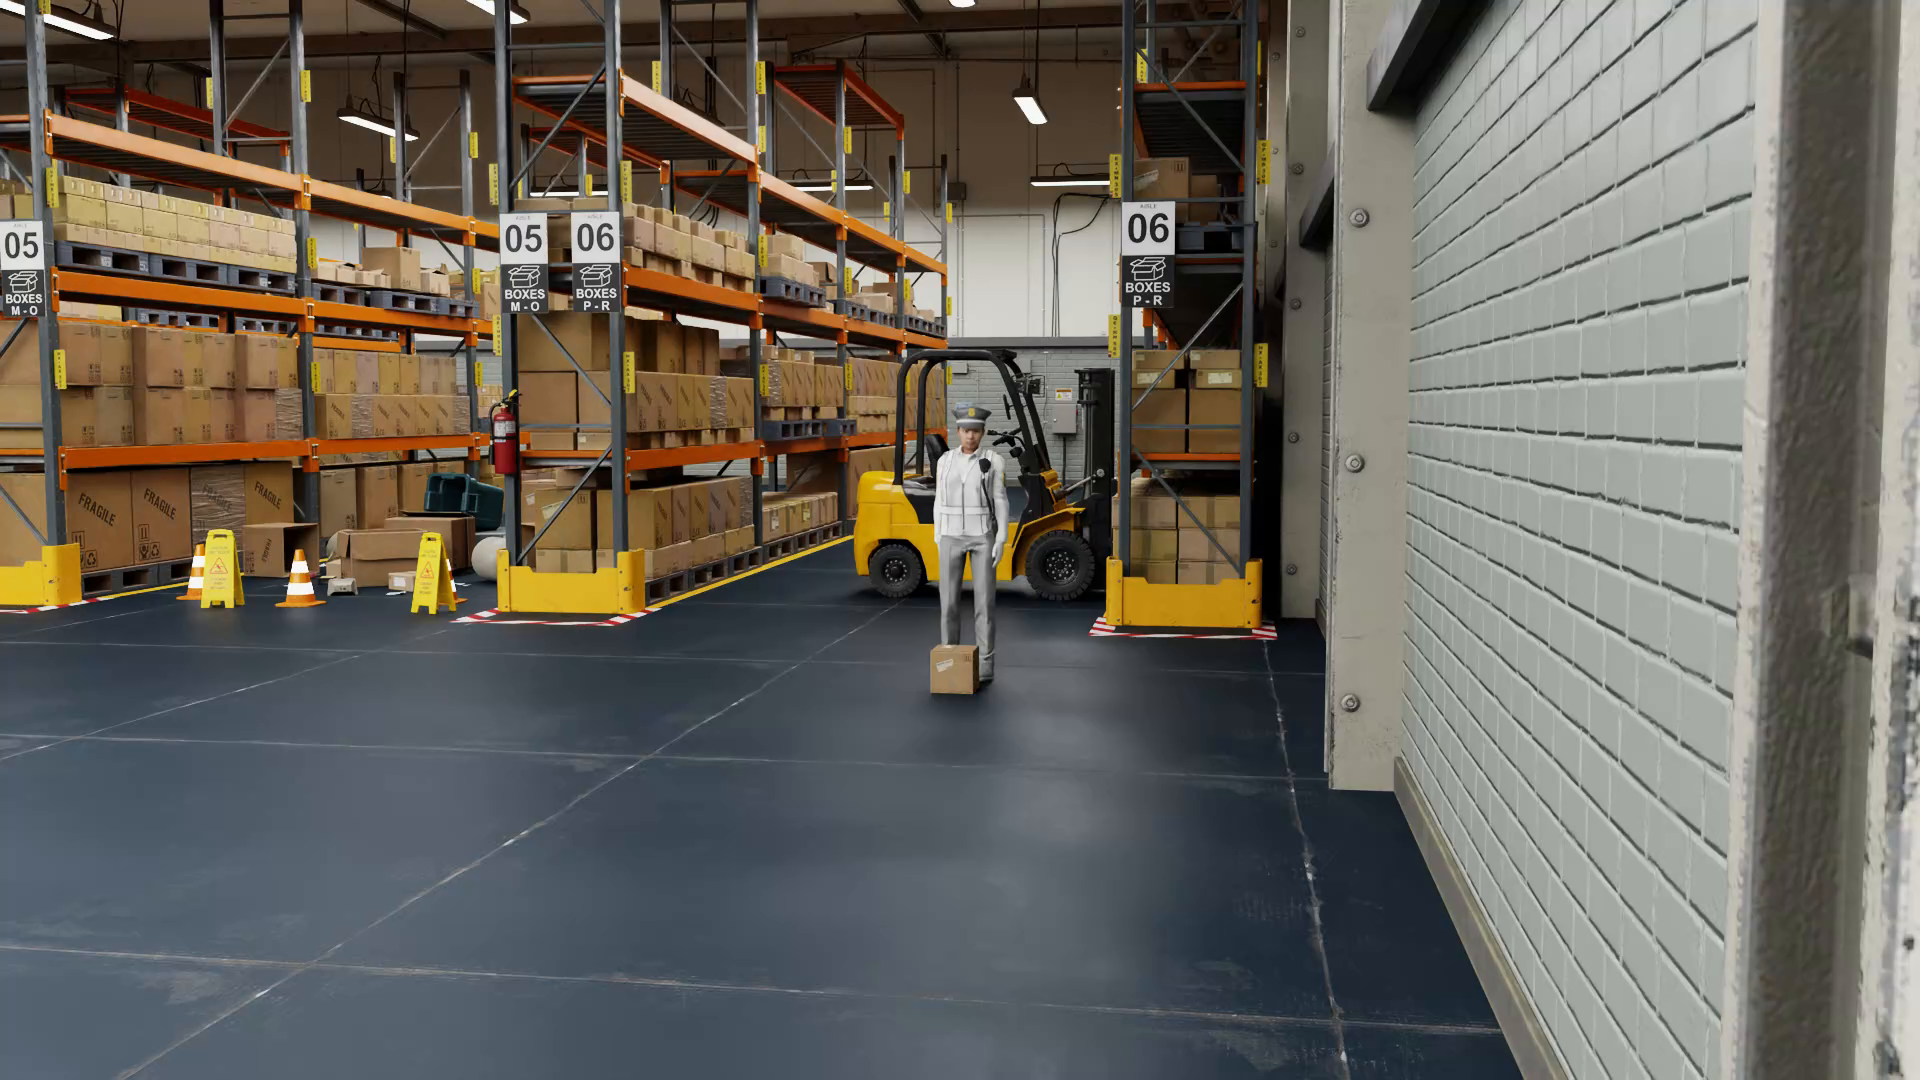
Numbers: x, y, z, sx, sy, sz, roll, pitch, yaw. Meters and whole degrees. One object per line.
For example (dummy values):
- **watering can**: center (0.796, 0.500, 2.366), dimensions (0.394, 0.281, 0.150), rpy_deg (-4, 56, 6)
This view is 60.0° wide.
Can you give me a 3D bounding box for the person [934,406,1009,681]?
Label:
- **person**: center (0.063, 0.028, 10.144), dimensions (0.468, 1.682, 0.328), rpy_deg (1, 5, 10)
